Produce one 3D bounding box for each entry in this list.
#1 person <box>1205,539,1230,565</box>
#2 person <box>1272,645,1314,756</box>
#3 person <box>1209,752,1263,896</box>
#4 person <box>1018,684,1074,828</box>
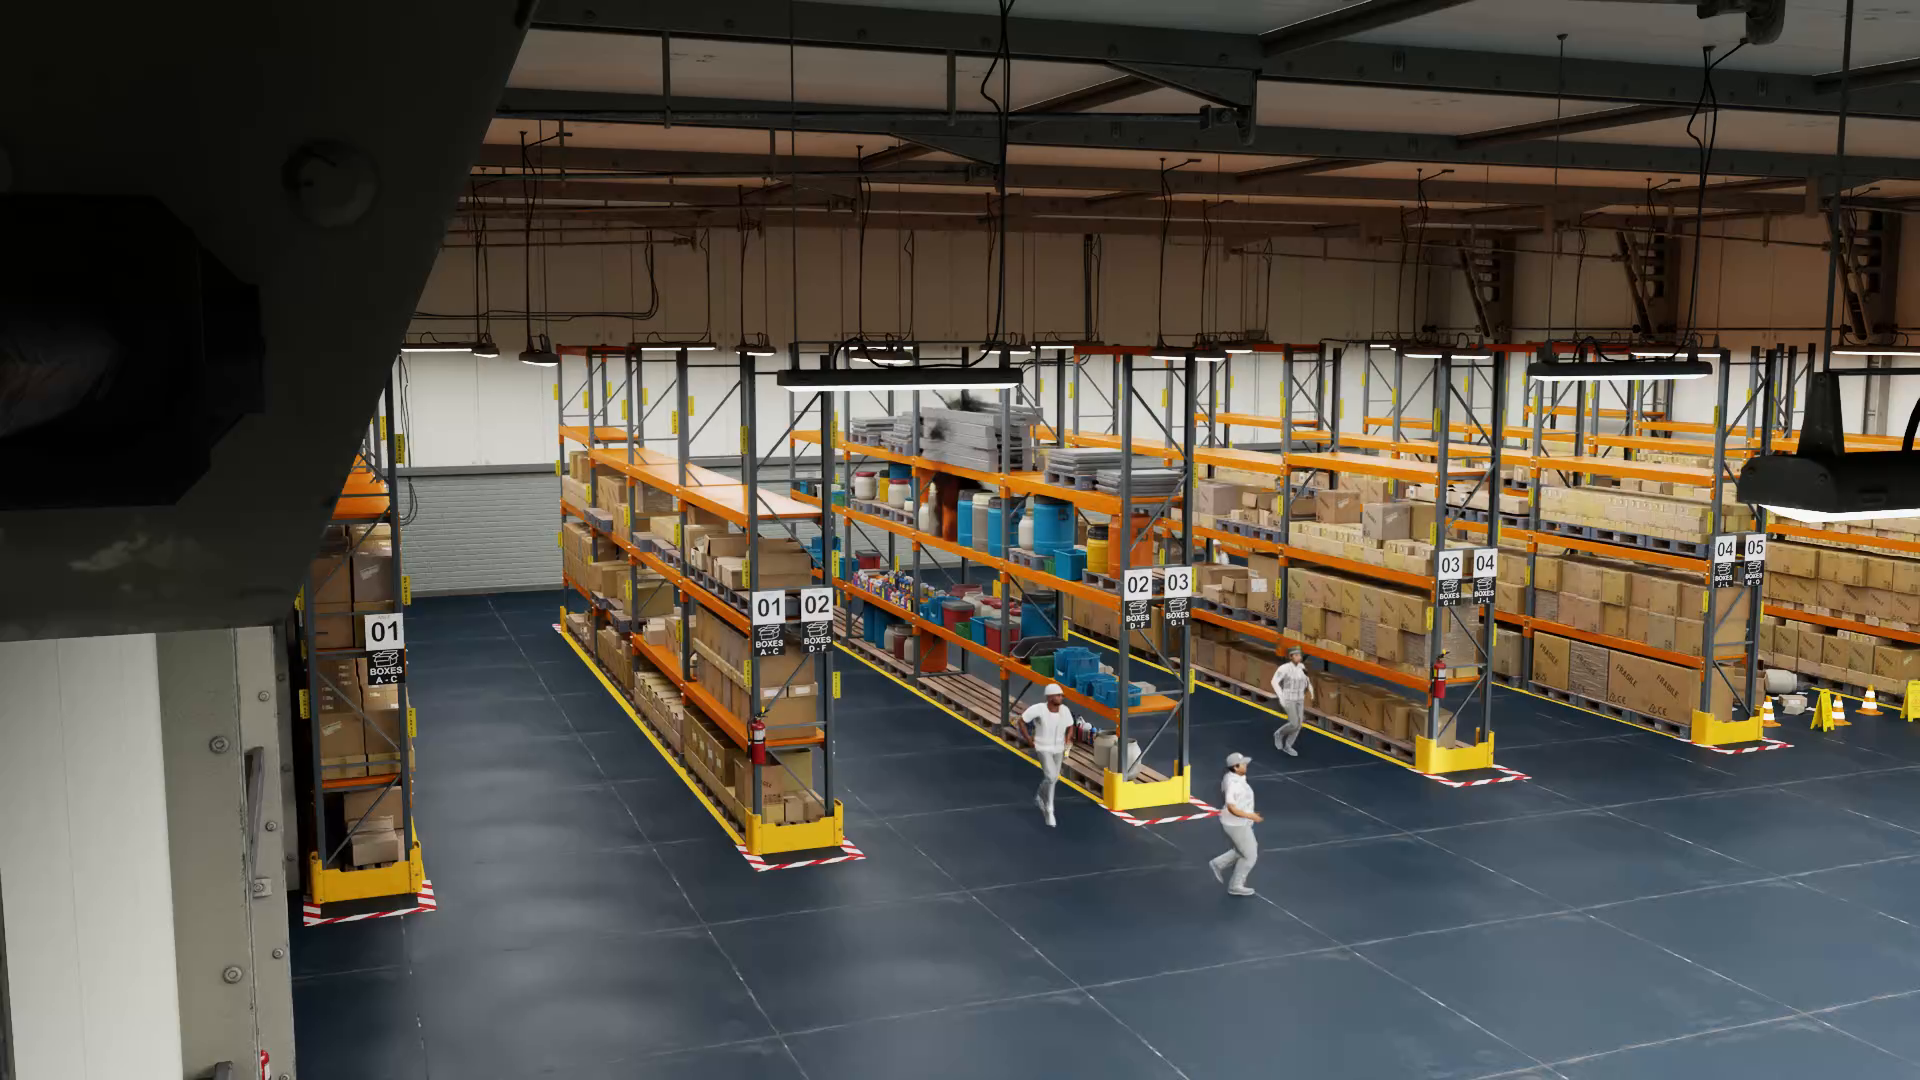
[{"bbox_3d":[5.652,0.856,36.348,0.664,1.767,0.670,-2,7,-13],"label":"person"},{"bbox_3d":[4.973,2.377,24.750,0.633,1.665,0.542,-4,8,-29],"label":"person"},{"bbox_3d":[3.103,3.173,18.629,0.555,1.617,0.604,1,7,6],"label":"person"},{"bbox_3d":[1.174,2.747,21.508,0.704,1.805,0.770,-4,8,-30],"label":"person"}]
